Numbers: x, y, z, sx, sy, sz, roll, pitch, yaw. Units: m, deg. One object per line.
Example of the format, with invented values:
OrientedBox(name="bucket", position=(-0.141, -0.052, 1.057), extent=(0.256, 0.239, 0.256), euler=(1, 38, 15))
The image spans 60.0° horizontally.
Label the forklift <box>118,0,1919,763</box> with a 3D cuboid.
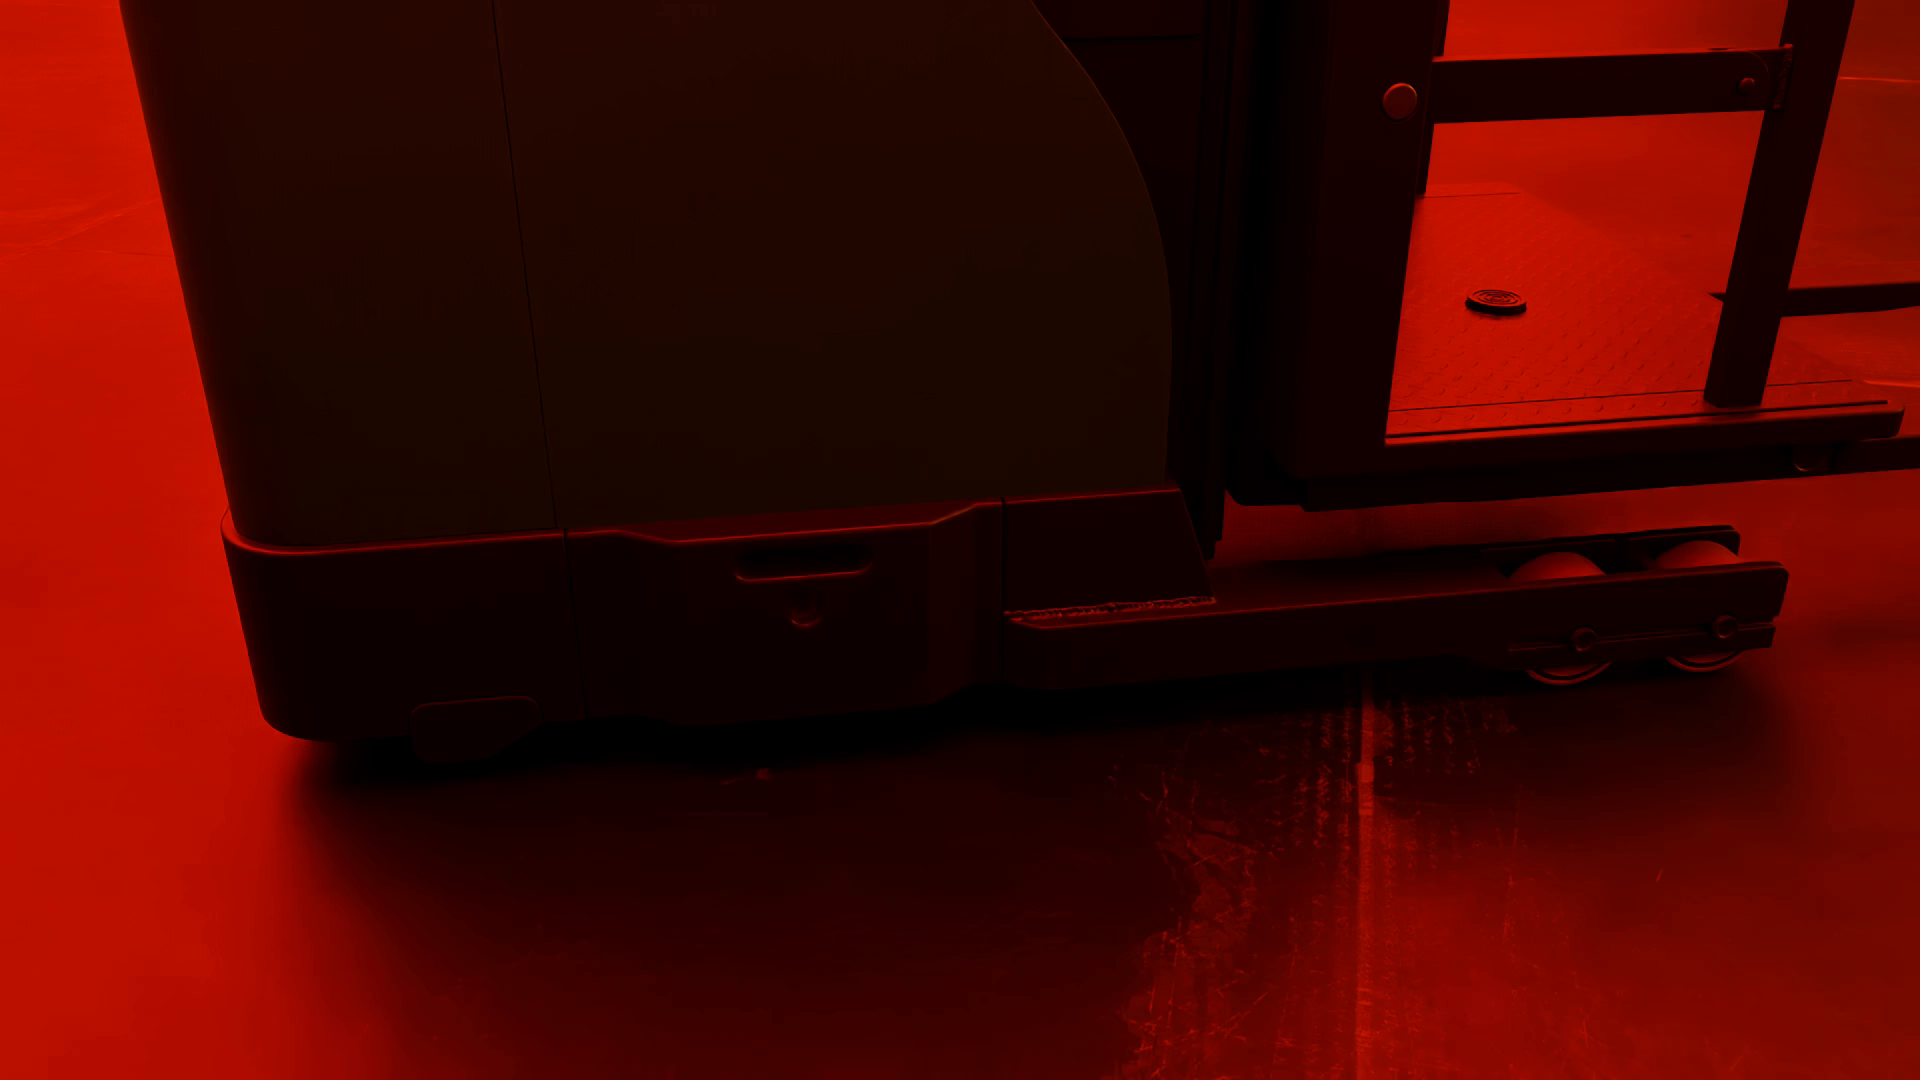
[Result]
OrientedBox(name="forklift", position=(0.600, -1.354, 1.930), extent=(3.031, 2.935, 1.130), euler=(-4, 27, -9))
